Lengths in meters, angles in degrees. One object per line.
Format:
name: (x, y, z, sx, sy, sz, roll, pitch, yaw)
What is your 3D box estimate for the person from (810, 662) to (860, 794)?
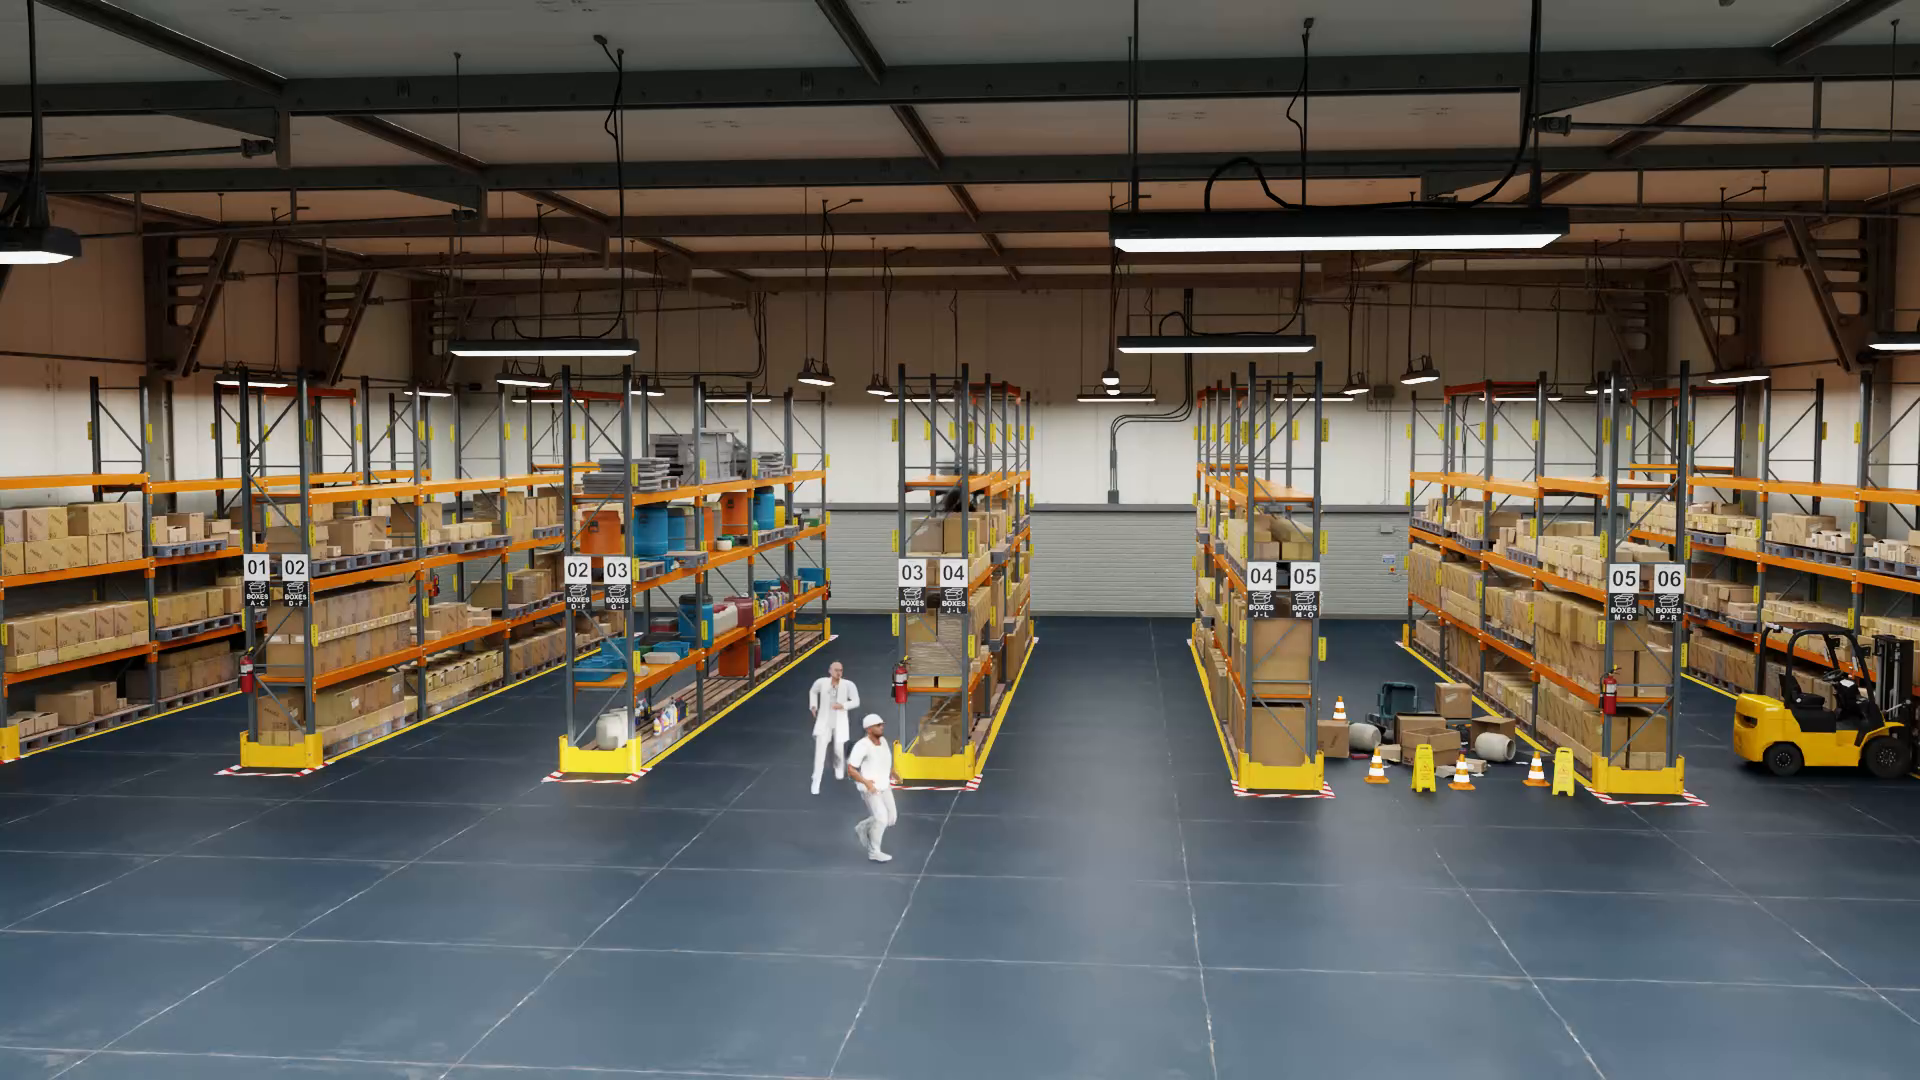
person: (-1.776, 2.610, 23.531, 0.715, 1.776, 1.063, 0, 4, -3)

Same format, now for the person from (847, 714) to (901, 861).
person: (-1.027, 2.890, 19.476, 0.560, 1.722, 0.686, 3, 4, 35)

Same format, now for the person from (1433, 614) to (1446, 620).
person: (11.711, 1.627, 40.263, 0.583, 1.602, 0.535, -3, 5, -40)
